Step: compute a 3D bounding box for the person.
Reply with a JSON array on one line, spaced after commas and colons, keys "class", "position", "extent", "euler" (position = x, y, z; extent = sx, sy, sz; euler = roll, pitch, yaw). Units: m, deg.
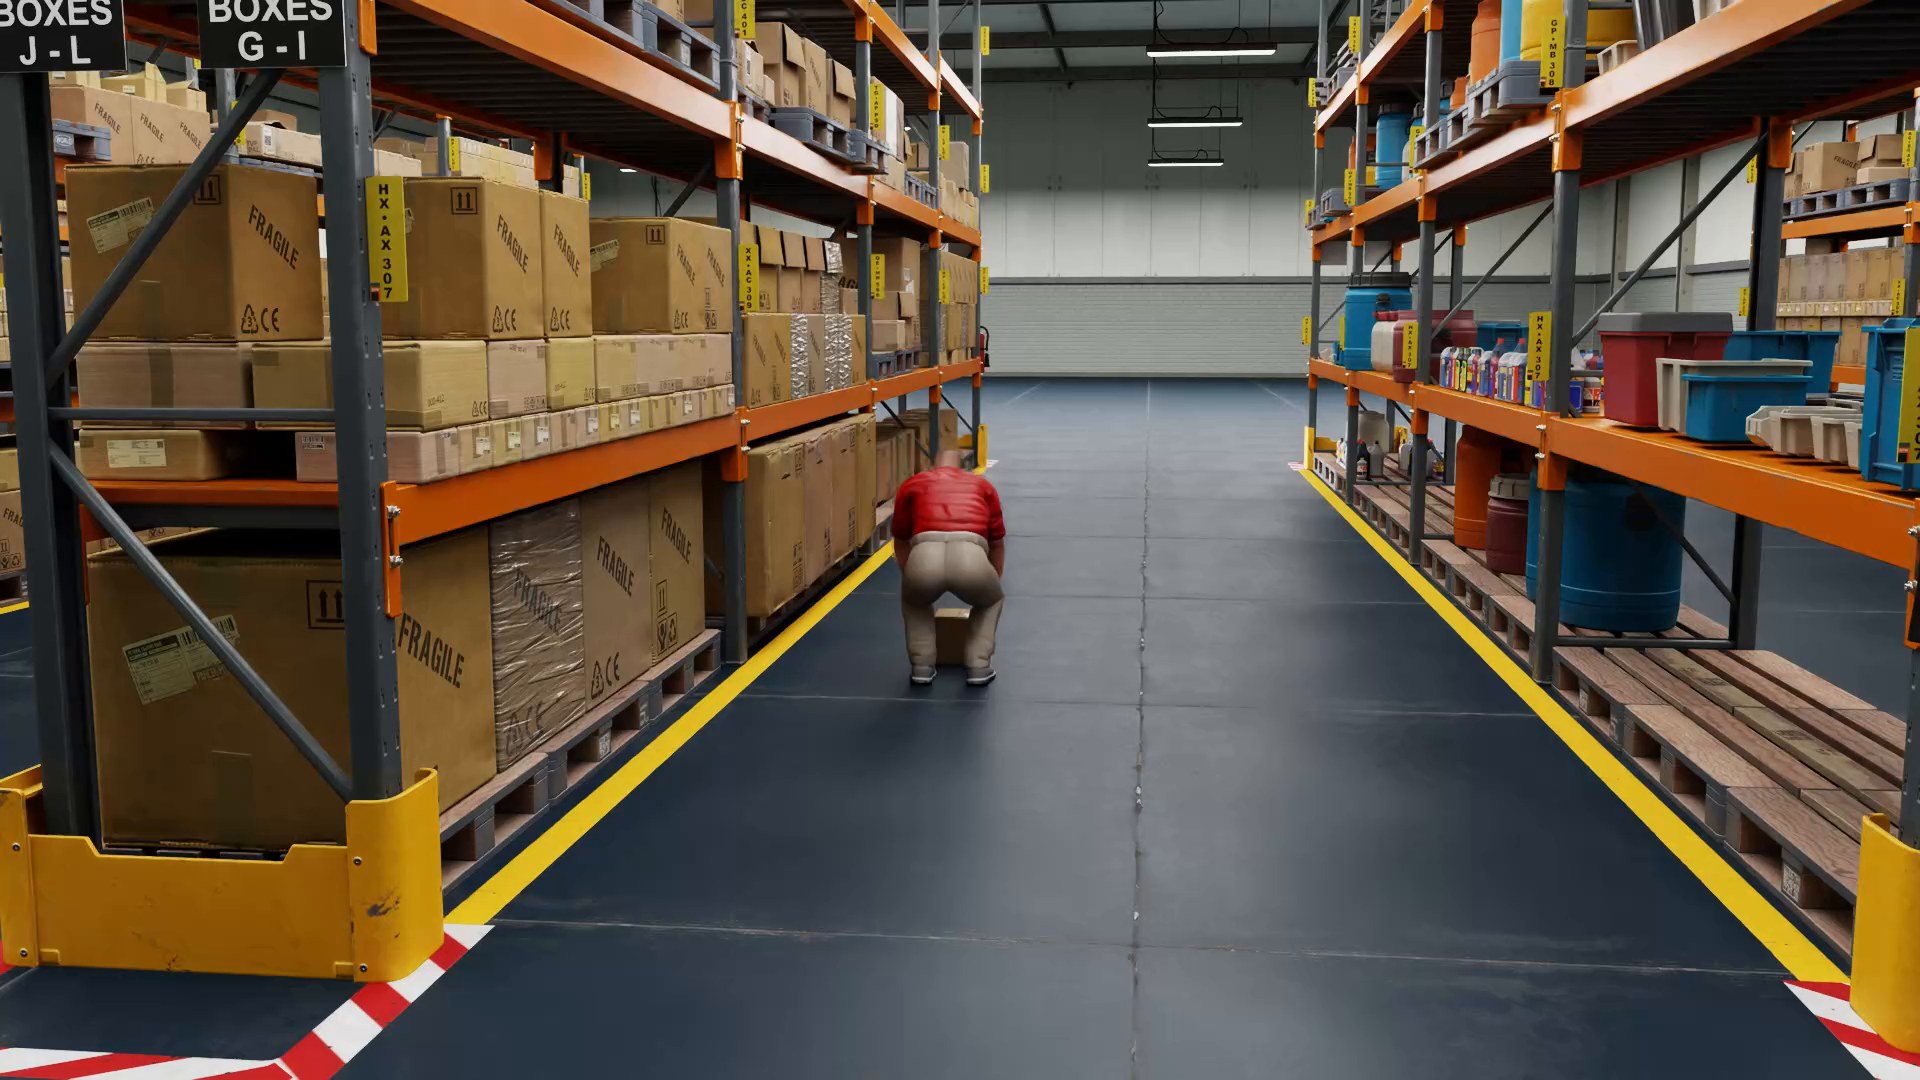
[{"class": "person", "position": [-0.059, 0.207, 8.287], "extent": [0.568, 0.949, 0.875], "euler": [1, 8, 6]}]
